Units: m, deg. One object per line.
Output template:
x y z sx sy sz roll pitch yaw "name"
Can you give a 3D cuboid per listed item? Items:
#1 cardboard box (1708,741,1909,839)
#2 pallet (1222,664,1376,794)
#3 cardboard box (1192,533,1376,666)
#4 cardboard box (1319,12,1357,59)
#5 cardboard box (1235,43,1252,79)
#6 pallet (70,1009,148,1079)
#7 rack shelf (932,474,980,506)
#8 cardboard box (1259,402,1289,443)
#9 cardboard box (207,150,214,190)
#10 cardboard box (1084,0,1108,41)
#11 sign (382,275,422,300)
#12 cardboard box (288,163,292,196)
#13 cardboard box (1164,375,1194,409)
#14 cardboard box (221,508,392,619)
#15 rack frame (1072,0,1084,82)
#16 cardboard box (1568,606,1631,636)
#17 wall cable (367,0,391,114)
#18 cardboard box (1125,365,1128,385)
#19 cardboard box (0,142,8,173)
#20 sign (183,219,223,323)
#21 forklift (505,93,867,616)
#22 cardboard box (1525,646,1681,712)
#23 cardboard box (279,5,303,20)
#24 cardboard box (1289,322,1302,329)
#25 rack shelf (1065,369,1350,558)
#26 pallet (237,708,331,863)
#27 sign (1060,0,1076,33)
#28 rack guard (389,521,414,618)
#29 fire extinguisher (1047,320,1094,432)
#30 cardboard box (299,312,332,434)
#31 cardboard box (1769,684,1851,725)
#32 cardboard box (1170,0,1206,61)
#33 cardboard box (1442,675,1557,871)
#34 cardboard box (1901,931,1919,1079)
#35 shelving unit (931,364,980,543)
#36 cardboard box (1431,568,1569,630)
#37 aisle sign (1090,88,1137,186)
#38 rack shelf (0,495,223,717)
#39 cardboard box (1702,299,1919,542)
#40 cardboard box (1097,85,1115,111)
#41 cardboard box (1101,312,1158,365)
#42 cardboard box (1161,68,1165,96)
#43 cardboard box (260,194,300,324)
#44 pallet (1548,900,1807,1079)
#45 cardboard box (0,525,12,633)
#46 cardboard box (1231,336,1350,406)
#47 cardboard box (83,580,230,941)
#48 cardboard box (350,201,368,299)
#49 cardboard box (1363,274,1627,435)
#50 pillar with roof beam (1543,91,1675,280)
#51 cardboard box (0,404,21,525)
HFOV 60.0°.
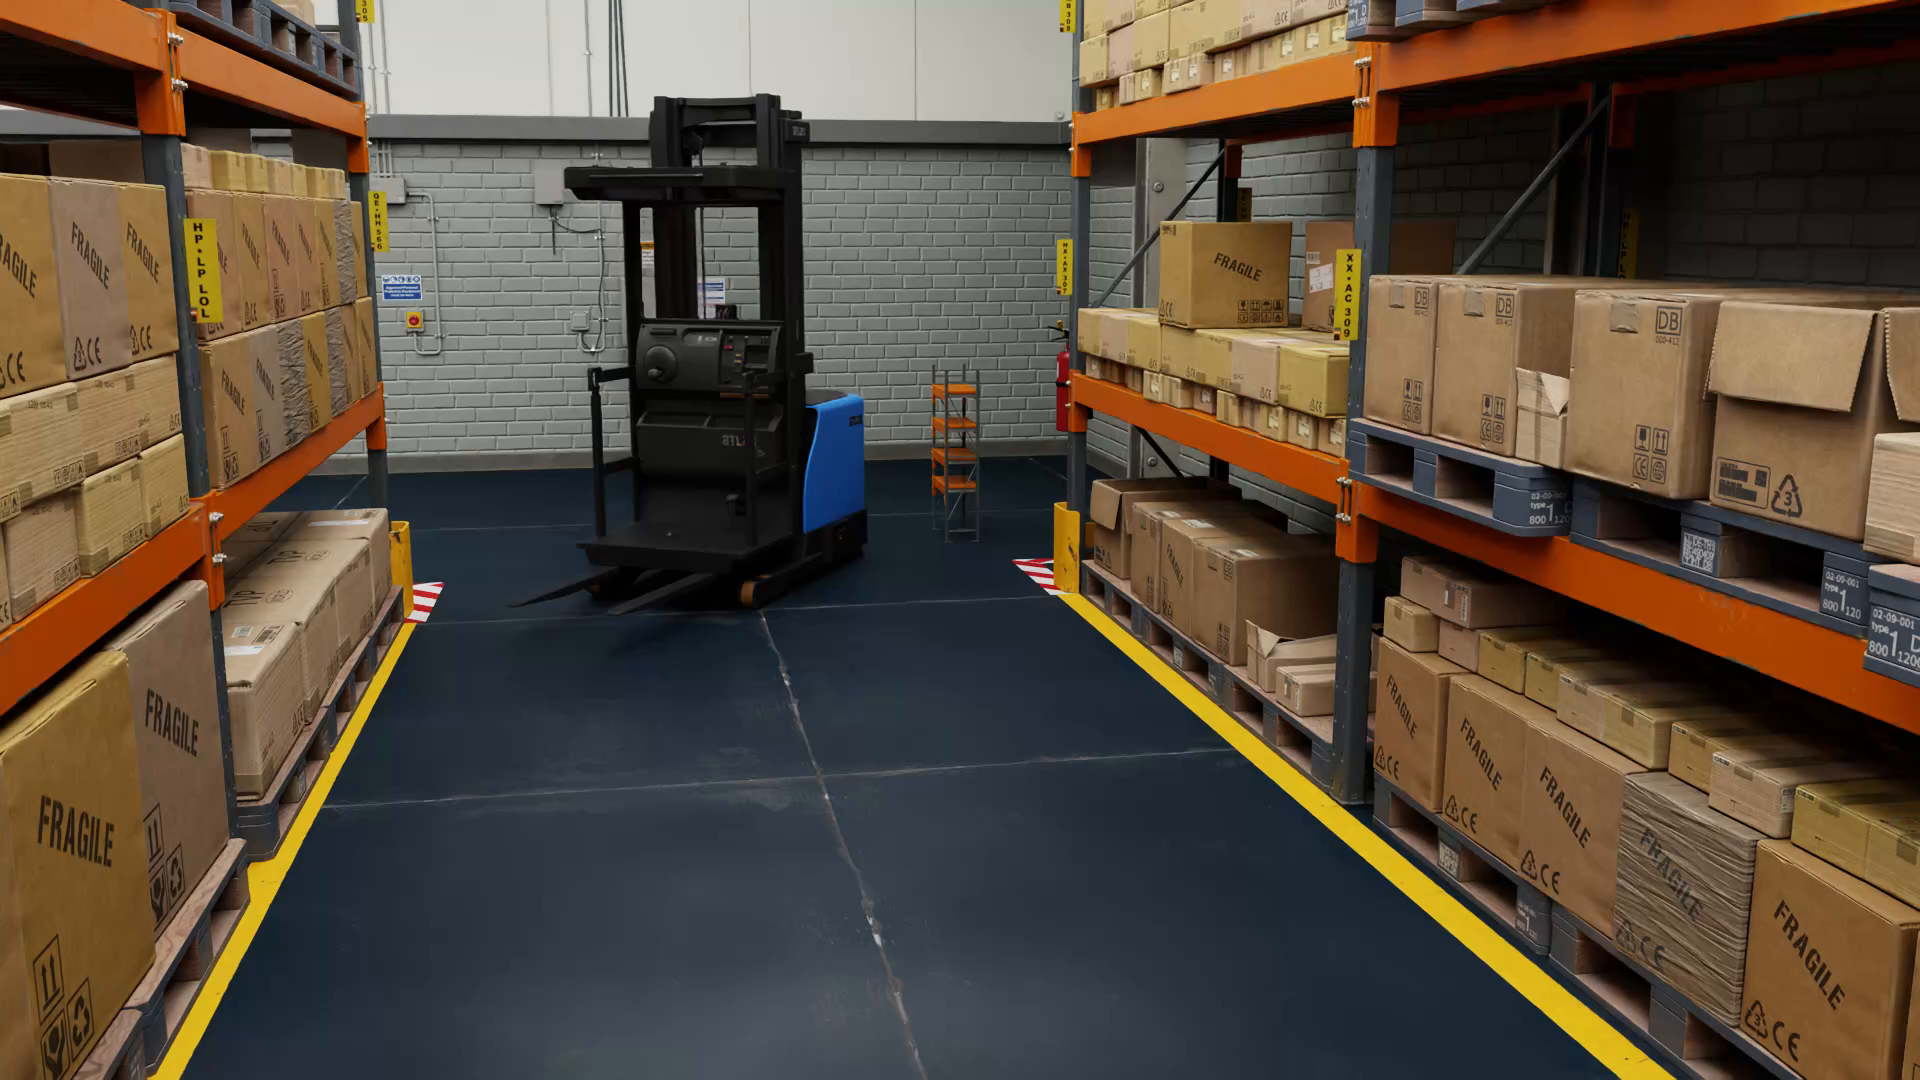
2.139 0.628 4.201 0.380 0.149 0.250 -3 11 -14 "cardboard box"
1.803 0.761 7.133 1.003 0.211 1.213 -2 11 -11 "pallet"
1.514 0.269 7.821 0.700 0.500 0.500 -3 11 -13 "cardboard box"
1.576 -1.888 6.244 0.380 0.149 0.250 -2 11 -11 "cardboard box"
1.422 -2.078 7.241 0.380 0.149 0.250 -2 11 -9 "cardboard box"
-2.467 1.431 3.612 1.003 0.211 1.213 -2 11 -11 "pallet"
-0.032 -0.359 11.794 0.258 0.148 0.480 -2 11 -11 "rack shelf"
1.480 -0.502 6.986 0.380 0.149 0.250 -2 11 -10 "cardboard box"
-2.896 -1.320 5.931 0.380 0.149 0.250 -2 11 -12 "cardboard box"
0.998 -2.917 9.248 0.500 0.250 0.500 -2 11 -12 "cardboard box"
-4.889 -2.211 14.567 0.327 0.218 0.001 -2 11 -11 "sign"
-3.109 -1.555 7.166 0.380 0.149 0.250 -2 11 -9 "cardboard box"
1.226 -0.737 8.219 0.380 0.149 0.250 -2 11 -10 "cardboard box"
-3.484 0.135 8.697 0.875 0.438 0.875 -3 11 -13 "cardboard box"
1.158 -4.164 9.504 1.000 3.000 0.127 -2 11 -11 "rack frame"
2.347 0.325 5.792 0.380 0.149 0.250 -2 11 -11 "cardboard box"
-5.093 -5.015 13.980 0.463 3.000 0.029 -2 11 -11 "wall cable"
1.133 -0.931 9.237 0.380 0.149 0.250 -2 11 -12 "cardboard box"
-3.304 -1.205 5.331 0.380 0.149 0.250 -2 11 -12 "cardboard box"
-2.402 -0.853 5.271 0.100 0.325 0.005 -2 11 -11 "sign"
-1.582 -1.127 9.778 1.130 2.935 3.031 4 11 18 "forklift"
2.002 0.440 5.189 0.380 0.149 0.250 -2 11 -12 "cardboard box"
-3.374 -2.488 8.002 0.380 0.149 0.250 -3 11 -15 "cardboard box"
1.800 -0.933 8.180 0.500 0.250 0.500 -2 11 -11 "cardboard box"
1.547 -0.496 8.205 1.077 0.370 4.000 -2 11 -11 "rack shelf"
-3.003 0.926 6.267 1.003 0.211 1.213 -2 11 -11 "pallet"
0.626 -3.100 9.599 0.100 0.325 0.005 -2 11 -11 "sign"
-3.715 0.188 9.370 1.175 0.500 0.348 -2 11 -11 "rack guard"
0.676 -1.005 10.161 0.296 0.674 0.183 -2 11 -11 "fire extinguisher"
-3.051 -0.725 7.214 0.500 0.500 0.500 -2 11 -9 "cardboard box"
2.584 0.513 4.806 0.380 0.149 0.250 -2 11 -10 "cardboard box"
1.306 -2.390 7.816 0.500 0.250 0.500 -2 11 -12 "cardboard box"
1.923 0.733 5.385 0.500 0.500 0.500 -2 11 -12 "cardboard box"
2.334 1.111 3.401 0.500 0.500 0.500 -2 11 -12 "cardboard box"
-0.032 -0.620 11.744 0.258 1.200 0.503 -2 11 -11 "shelving unit"
1.842 0.195 5.679 0.380 0.149 0.250 -3 11 -14 "cardboard box"
0.857 -2.495 9.832 0.394 0.787 0.004 -2 11 -11 "aisle sign"
-2.543 0.419 3.399 1.077 0.370 4.000 -2 11 -11 "rack shelf"
2.215 -0.299 3.845 0.797 0.503 0.637 -2 11 -12 "cardboard box"
0.992 -2.500 9.457 0.380 0.149 0.250 -2 11 -10 "cardboard box"
1.080 -1.103 9.077 0.500 0.250 0.500 -2 11 -10 "cardboard box"
1.216 -2.264 8.221 0.380 0.149 0.250 -2 11 -12 "cardboard box"
-2.968 -1.125 6.645 0.500 0.500 0.500 -2 11 -10 "cardboard box"
2.372 1.259 4.517 1.003 0.211 1.213 -2 11 -11 "pallet"
-2.315 0.126 3.411 0.500 0.250 0.500 -2 11 -11 "cardboard box"
1.486 -0.731 7.121 0.500 0.250 0.500 -2 11 -11 "cardboard box"
-2.733 0.647 4.836 0.875 0.875 0.875 -2 11 -9 "cardboard box"
-3.383 -1.496 8.591 0.500 0.500 0.500 -2 11 -9 "cardboard box"
1.811 -0.641 5.653 0.700 0.500 0.500 -2 11 -10 "cardboard box"
-1.538 -3.434 5.670 9.100 9.000 0.400 -2 11 -11 "pillar with roof beam"
-2.280 -0.122 3.379 0.500 0.250 0.500 -2 11 -10 "cardboard box"
